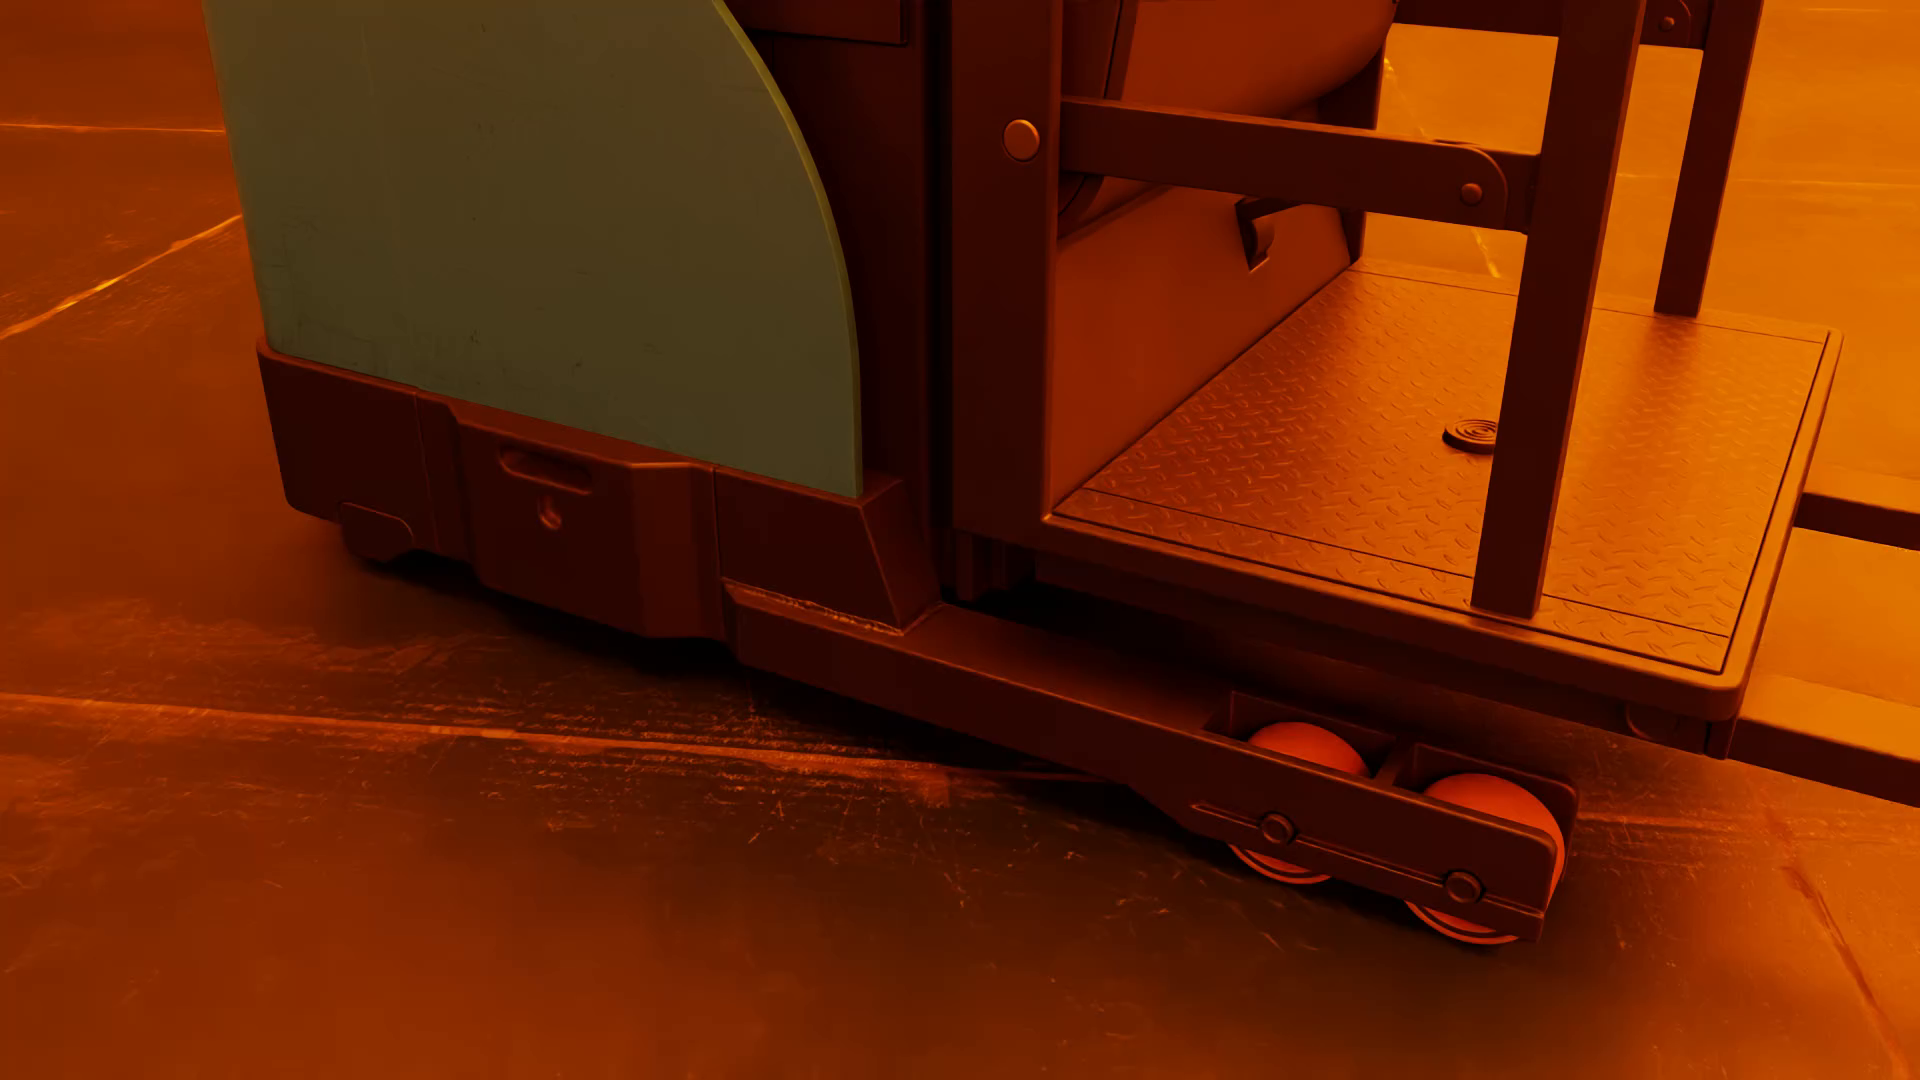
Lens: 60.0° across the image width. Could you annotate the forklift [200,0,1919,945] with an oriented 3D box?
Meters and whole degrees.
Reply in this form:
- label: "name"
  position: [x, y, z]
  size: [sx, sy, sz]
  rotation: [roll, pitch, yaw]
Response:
- label: "forklift"
  position: [0.529, -1.176, 1.574]
  size: [3.031, 2.935, 1.130]
  rotation: [14, 30, 26]
